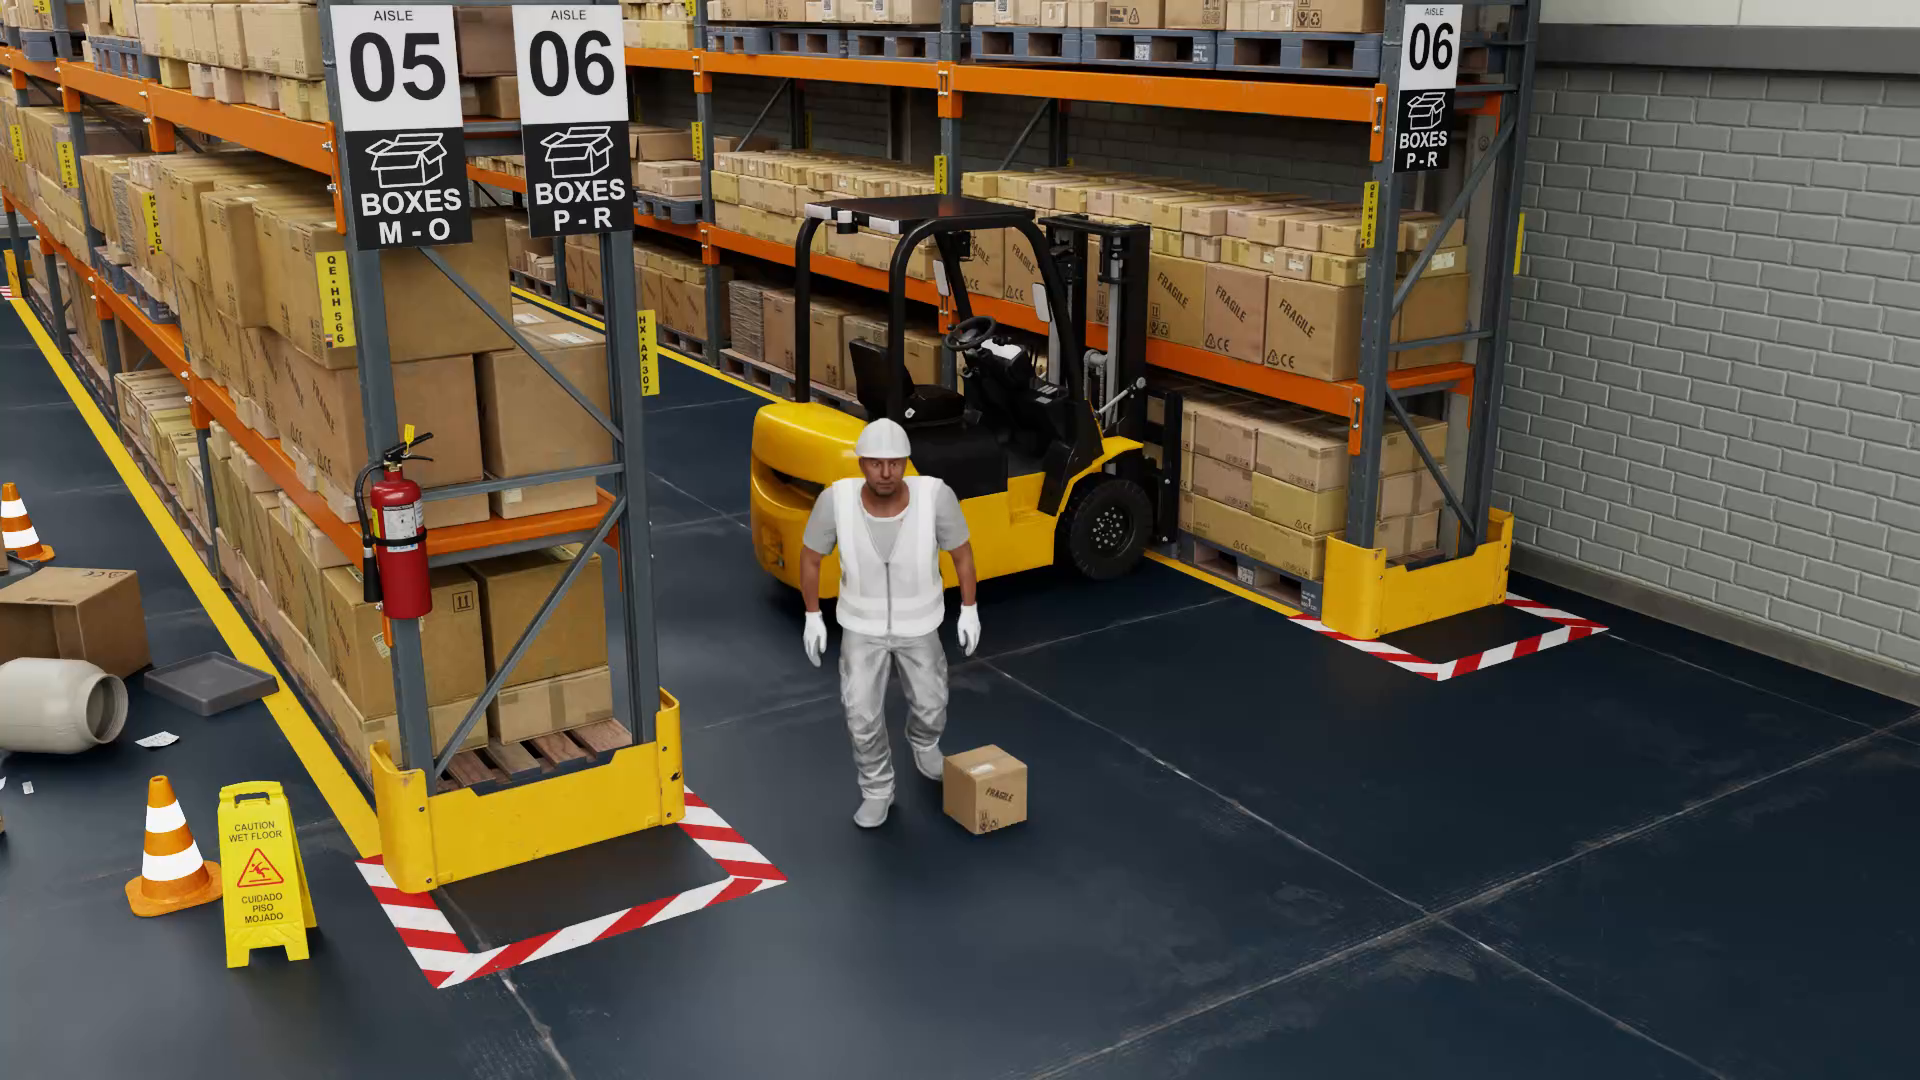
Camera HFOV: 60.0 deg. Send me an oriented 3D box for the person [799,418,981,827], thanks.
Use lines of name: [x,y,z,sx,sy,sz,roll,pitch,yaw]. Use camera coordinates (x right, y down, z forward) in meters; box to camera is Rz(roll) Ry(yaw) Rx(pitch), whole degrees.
person: [-0.278,0.299,6.696,0.719,1.718,0.745,-1,18,-3]
